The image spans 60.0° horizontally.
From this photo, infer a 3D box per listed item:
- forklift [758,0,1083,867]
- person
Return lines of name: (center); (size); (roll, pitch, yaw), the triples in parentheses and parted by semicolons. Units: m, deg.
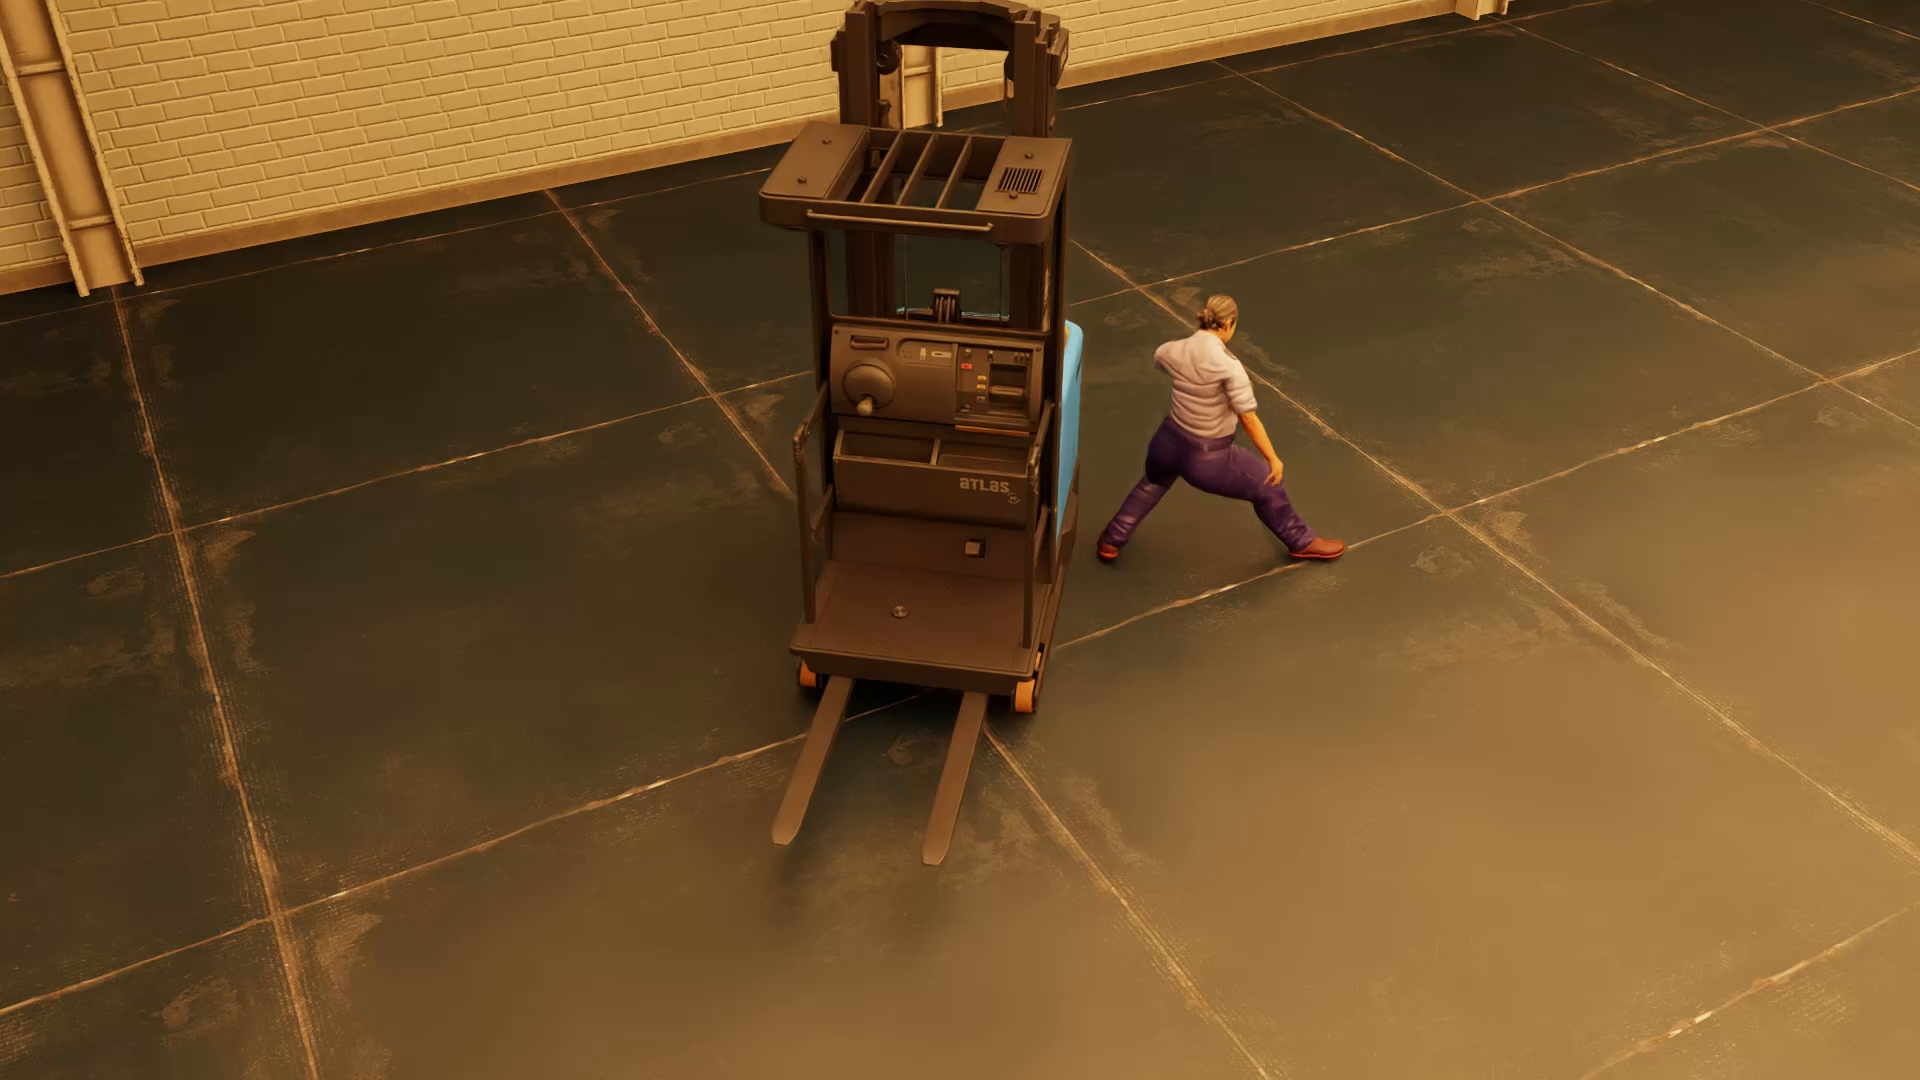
forklift: (-0.141, -0.639, 7.027); (1.130, 2.935, 3.031); (6, 36, 8)
person: (1.302, -0.517, 8.176); (0.950, 1.454, 1.010); (-29, 45, -35)
